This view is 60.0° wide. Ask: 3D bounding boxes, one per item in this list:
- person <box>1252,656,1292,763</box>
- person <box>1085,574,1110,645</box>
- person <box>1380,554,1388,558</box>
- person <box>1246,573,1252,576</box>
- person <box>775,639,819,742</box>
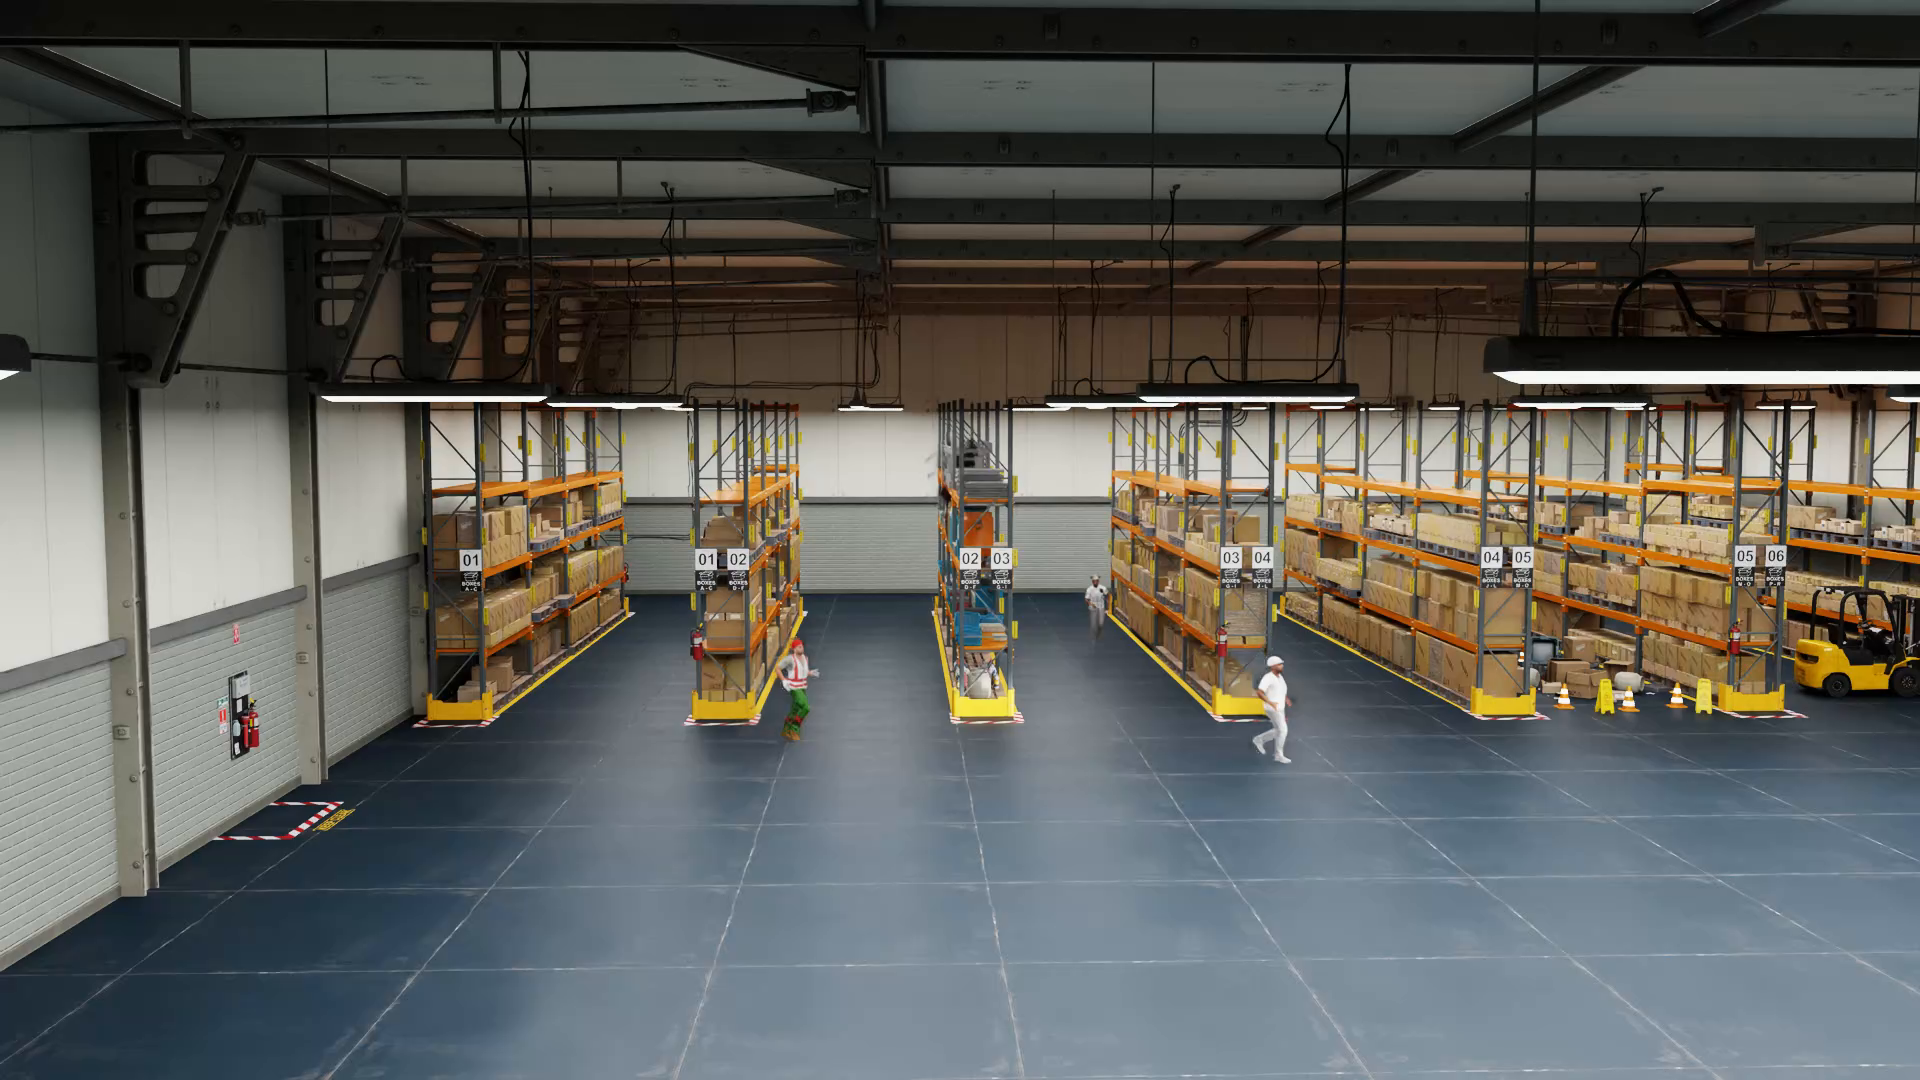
[{"bbox_3d":[5.128,2.777,27.366,0.714,1.746,0.708,2,5,29],"label":"person"},{"bbox_3d":[3.240,1.642,39.111,0.602,1.682,0.683,0,4,1],"label":"person"},{"bbox_3d":[12.502,1.197,49.089,0.857,1.574,0.545,0,4,-5],"label":"person"},{"bbox_3d":[8.060,1.381,46.369,0.608,1.683,0.876,0,4,0],"label":"person"},{"bbox_3d":[-2.816,2.633,29.132,0.713,1.809,0.619,2,5,29],"label":"person"}]
